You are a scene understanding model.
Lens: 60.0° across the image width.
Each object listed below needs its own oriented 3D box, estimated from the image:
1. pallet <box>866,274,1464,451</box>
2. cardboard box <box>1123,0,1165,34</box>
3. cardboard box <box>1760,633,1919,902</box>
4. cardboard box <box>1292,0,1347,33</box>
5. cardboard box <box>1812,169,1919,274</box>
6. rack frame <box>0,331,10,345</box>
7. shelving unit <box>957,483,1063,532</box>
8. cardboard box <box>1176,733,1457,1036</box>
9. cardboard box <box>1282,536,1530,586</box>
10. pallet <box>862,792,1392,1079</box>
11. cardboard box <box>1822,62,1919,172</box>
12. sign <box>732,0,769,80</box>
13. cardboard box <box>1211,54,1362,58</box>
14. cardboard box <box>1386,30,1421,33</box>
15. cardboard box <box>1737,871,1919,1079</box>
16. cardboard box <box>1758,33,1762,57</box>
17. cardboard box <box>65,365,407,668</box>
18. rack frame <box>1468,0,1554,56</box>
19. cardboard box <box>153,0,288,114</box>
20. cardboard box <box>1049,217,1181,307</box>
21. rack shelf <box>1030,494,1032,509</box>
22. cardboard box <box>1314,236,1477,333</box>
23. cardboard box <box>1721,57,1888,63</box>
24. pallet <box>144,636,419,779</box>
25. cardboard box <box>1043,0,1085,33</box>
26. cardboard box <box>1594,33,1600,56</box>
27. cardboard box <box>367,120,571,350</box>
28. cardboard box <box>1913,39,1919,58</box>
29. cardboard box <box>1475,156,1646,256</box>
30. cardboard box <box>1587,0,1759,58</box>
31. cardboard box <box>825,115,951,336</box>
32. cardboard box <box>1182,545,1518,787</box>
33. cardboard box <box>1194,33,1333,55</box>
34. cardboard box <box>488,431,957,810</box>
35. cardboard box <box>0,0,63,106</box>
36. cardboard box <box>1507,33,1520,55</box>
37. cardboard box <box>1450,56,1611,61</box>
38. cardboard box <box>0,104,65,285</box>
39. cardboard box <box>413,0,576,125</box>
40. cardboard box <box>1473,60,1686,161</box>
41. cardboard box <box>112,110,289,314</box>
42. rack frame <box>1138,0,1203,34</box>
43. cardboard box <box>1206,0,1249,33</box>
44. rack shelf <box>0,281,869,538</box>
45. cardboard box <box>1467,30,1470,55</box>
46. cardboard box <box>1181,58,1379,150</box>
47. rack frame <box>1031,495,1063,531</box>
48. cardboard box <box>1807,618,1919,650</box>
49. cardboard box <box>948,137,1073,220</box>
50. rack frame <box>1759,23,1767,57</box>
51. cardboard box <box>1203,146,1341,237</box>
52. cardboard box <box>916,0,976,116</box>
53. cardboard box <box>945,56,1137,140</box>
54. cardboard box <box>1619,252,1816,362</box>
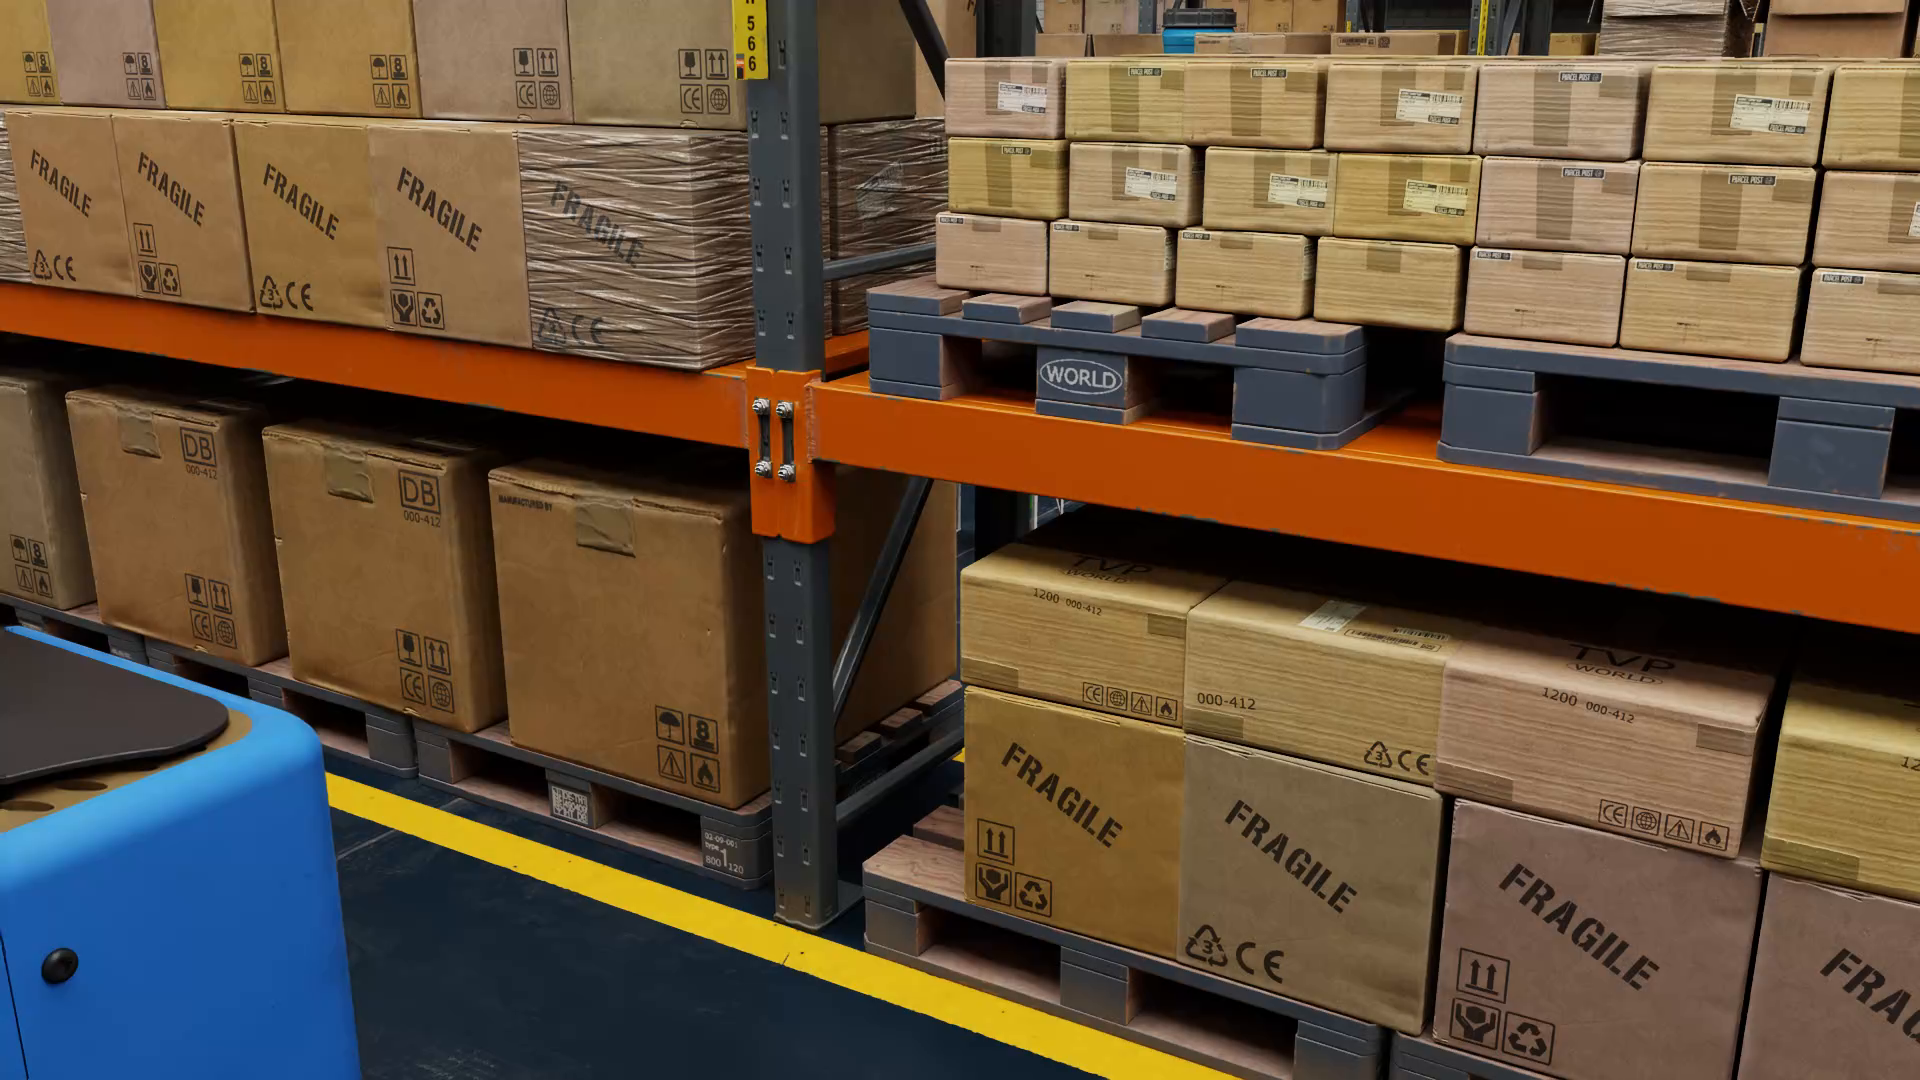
[{"bbox_3d":[0.540,-0.477,3.621,1.003,0.211,1.213,10,20,30],"label":"pallet"},{"bbox_3d":[2.246,-5.965,18.953,0.500,0.500,0.700,10,20,30],"label":"cardboard box"},{"bbox_3d":[1.629,0.385,2.741,0.500,0.250,0.500,9,19,28],"label":"cardboard box"},{"bbox_3d":[3.956,-5.660,17.948,0.500,0.500,0.700,10,20,30],"label":"cardboard box"},{"bbox_3d":[1.513,-0.515,2.614,0.250,0.149,0.380,11,20,32],"label":"cardboard box"},{"bbox_3d":[-3.532,-1.259,5.866,0.127,3.000,1.000,10,20,30],"label":"rack frame"},{"bbox_3d":[0.141,-0.549,6.624,0.503,1.200,0.258,10,20,30],"label":"shelving unit"},{"bbox_3d":[0.776,0.591,3.354,0.500,0.500,0.500,10,20,31],"label":"cardboard box"},{"bbox_3d":[1.033,0.099,3.683,0.500,0.250,0.500,10,20,31],"label":"cardboard box"},{"bbox_3d":[0.542,0.803,3.875,1.213,0.211,1.003,10,20,30],"label":"pallet"},{"bbox_3d":[1.500,-0.659,2.578,0.250,0.149,0.380,10,19,29],"label":"cardboard box"},{"bbox_3d":[-0.411,-1.067,3.240,0.005,0.325,0.100,10,20,30],"label":"sign"},{"bbox_3d":[0.747,-1.016,3.752,0.250,0.149,0.380,10,19,29],"label":"cardboard box"},{"bbox_3d":[5.934,-6.519,22.115,0.500,0.500,0.500,10,20,30],"label":"cardboard box"},{"bbox_3d":[1.651,0.745,2.845,0.500,0.500,0.500,10,19,29],"label":"cardboard box"},{"bbox_3d":[9.930,-5.871,20.121,0.500,0.500,0.700,8,18,24],"label":"cardboard box"},{"bbox_3d":[-2.136,-0.164,5.408,0.750,0.750,1.050,10,20,30],"label":"cardboard box"},{"bbox_3d":[2.558,-1.864,7.856,0.127,3.000,1.000,10,20,30],"label":"rack frame"},{"bbox_3d":[-1.806,-1.480,4.699,0.500,0.500,0.700,10,20,30],"label":"cardboard box"},{"bbox_3d":[0.381,-0.573,3.315,0.250,0.149,0.380,11,20,33],"label":"cardboard box"},{"bbox_3d":[0.141,-0.258,6.712,0.480,0.148,0.258,10,20,30],"label":"rack shelf"},{"bbox_3d":[0.842,-0.491,3.046,0.250,0.149,0.380,11,20,33],"label":"cardboard box"},{"bbox_3d":[1.635,-0.858,3.231,0.250,0.149,0.380,11,20,33],"label":"cardboard box"},{"bbox_3d":[-1.791,0.359,5.336,1.213,0.211,1.003,10,20,30],"label":"pallet"},{"bbox_3d":[1.365,-6.120,19.463,0.500,0.500,0.700,10,20,30],"label":"cardboard box"},{"bbox_3d":[8.392,-6.146,21.024,0.500,0.500,0.700,13,21,38],"label":"cardboard box"},{"bbox_3d":[-1.072,-0.777,4.106,0.500,0.500,0.500,10,20,30],"label":"cardboard box"},{"bbox_3d":[11.057,-5.525,19.190,0.500,0.500,0.500,11,20,32],"label":"cardboard box"},{"bbox_3d":[1.072,-0.594,2.873,0.250,0.149,0.380,10,20,30],"label":"cardboard box"},{"bbox_3d":[3.173,-2.276,7.316,0.637,0.503,0.797,11,20,32],"label":"cardboard box"},{"bbox_3d":[-0.365,-0.834,4.293,0.500,0.500,0.500,10,20,31],"label":"cardboard box"},{"bbox_3d":[0.770,0.227,3.259,0.500,0.250,0.500,10,19,29],"label":"cardboard box"},{"bbox_3d":[1.549,-2.245,8.216,0.500,0.500,0.700,14,22,38],"label":"cardboard box"},{"bbox_3d":[-0.595,0.110,4.507,0.750,0.750,1.050,10,19,29],"label":"cardboard box"},{"bbox_3d":[-2.666,-1.634,5.206,0.500,0.500,0.700,10,19,29],"label":"cardboard box"},{"bbox_3d":[7.343,-6.325,21.614,0.500,0.500,0.700,10,20,30],"label":"cardboard box"},{"bbox_3d":[1.200,-0.937,3.491,0.250,0.149,0.380,11,20,32],"label":"cardboard box"},{"bbox_3d":[-2.794,-1.084,5.116,0.500,0.500,0.500,10,20,30],"label":"cardboard box"},{"bbox_3d":[-0.932,-1.324,4.188,0.500,0.500,0.700,10,19,29],"label":"cardboard box"},{"bbox_3d":[1.063,-0.738,2.836,0.250,0.149,0.380,11,20,33],"label":"cardboard box"},{"bbox_3d":[-1.937,-0.930,4.609,0.500,0.500,0.500,10,20,31],"label":"cardboard box"},{"bbox_3d":[1.742,-3.699,13.897,0.127,3.000,1.000,10,20,30],"label":"rack frame"},{"bbox_3d":[3.098,-5.813,18.452,0.500,0.500,0.700,10,20,30],"label":"cardboard box"},{"bbox_3d":[-1.828,-0.611,4.969,4.000,0.370,1.077,10,20,30],"label":"rack shelf"},{"bbox_3d":[6.636,-6.572,22.291,0.500,0.500,0.500,10,19,29],"label":"cardboard box"},{"bbox_3d":[0.606,-0.819,3.104,0.250,0.149,0.380,10,20,30],"label":"cardboard box"},{"bbox_3d":[0.349,-0.512,6.502,0.015,1.200,0.240,10,20,30],"label":"rack frame"},{"bbox_3d":[1.906,0.257,3.162,0.500,0.250,0.500,11,20,32],"label":"cardboard box"},{"bbox_3d":[0.183,-0.751,3.389,0.250,0.149,0.380,11,20,33],"label":"cardboard box"},{"bbox_3d":[7.746,-4.317,15.931,0.127,3.000,1.000,10,20,30],"label":"rack frame"},{"bbox_3d":[0.645,-0.670,3.124,0.250,0.149,0.380,9,19,28],"label":"cardboard box"},{"bbox_3d":[-0.246,-2.805,9.199,1.000,1.000,1.000,10,20,30],"label":"cardboard box"},{"bbox_3d":[0.173,-0.897,3.360,0.250,0.149,0.380,10,20,30],"label":"cardboard box"},{"bbox_3d":[1.283,-0.412,2.787,0.250,0.149,0.380,10,20,31],"label":"cardboard box"}]
